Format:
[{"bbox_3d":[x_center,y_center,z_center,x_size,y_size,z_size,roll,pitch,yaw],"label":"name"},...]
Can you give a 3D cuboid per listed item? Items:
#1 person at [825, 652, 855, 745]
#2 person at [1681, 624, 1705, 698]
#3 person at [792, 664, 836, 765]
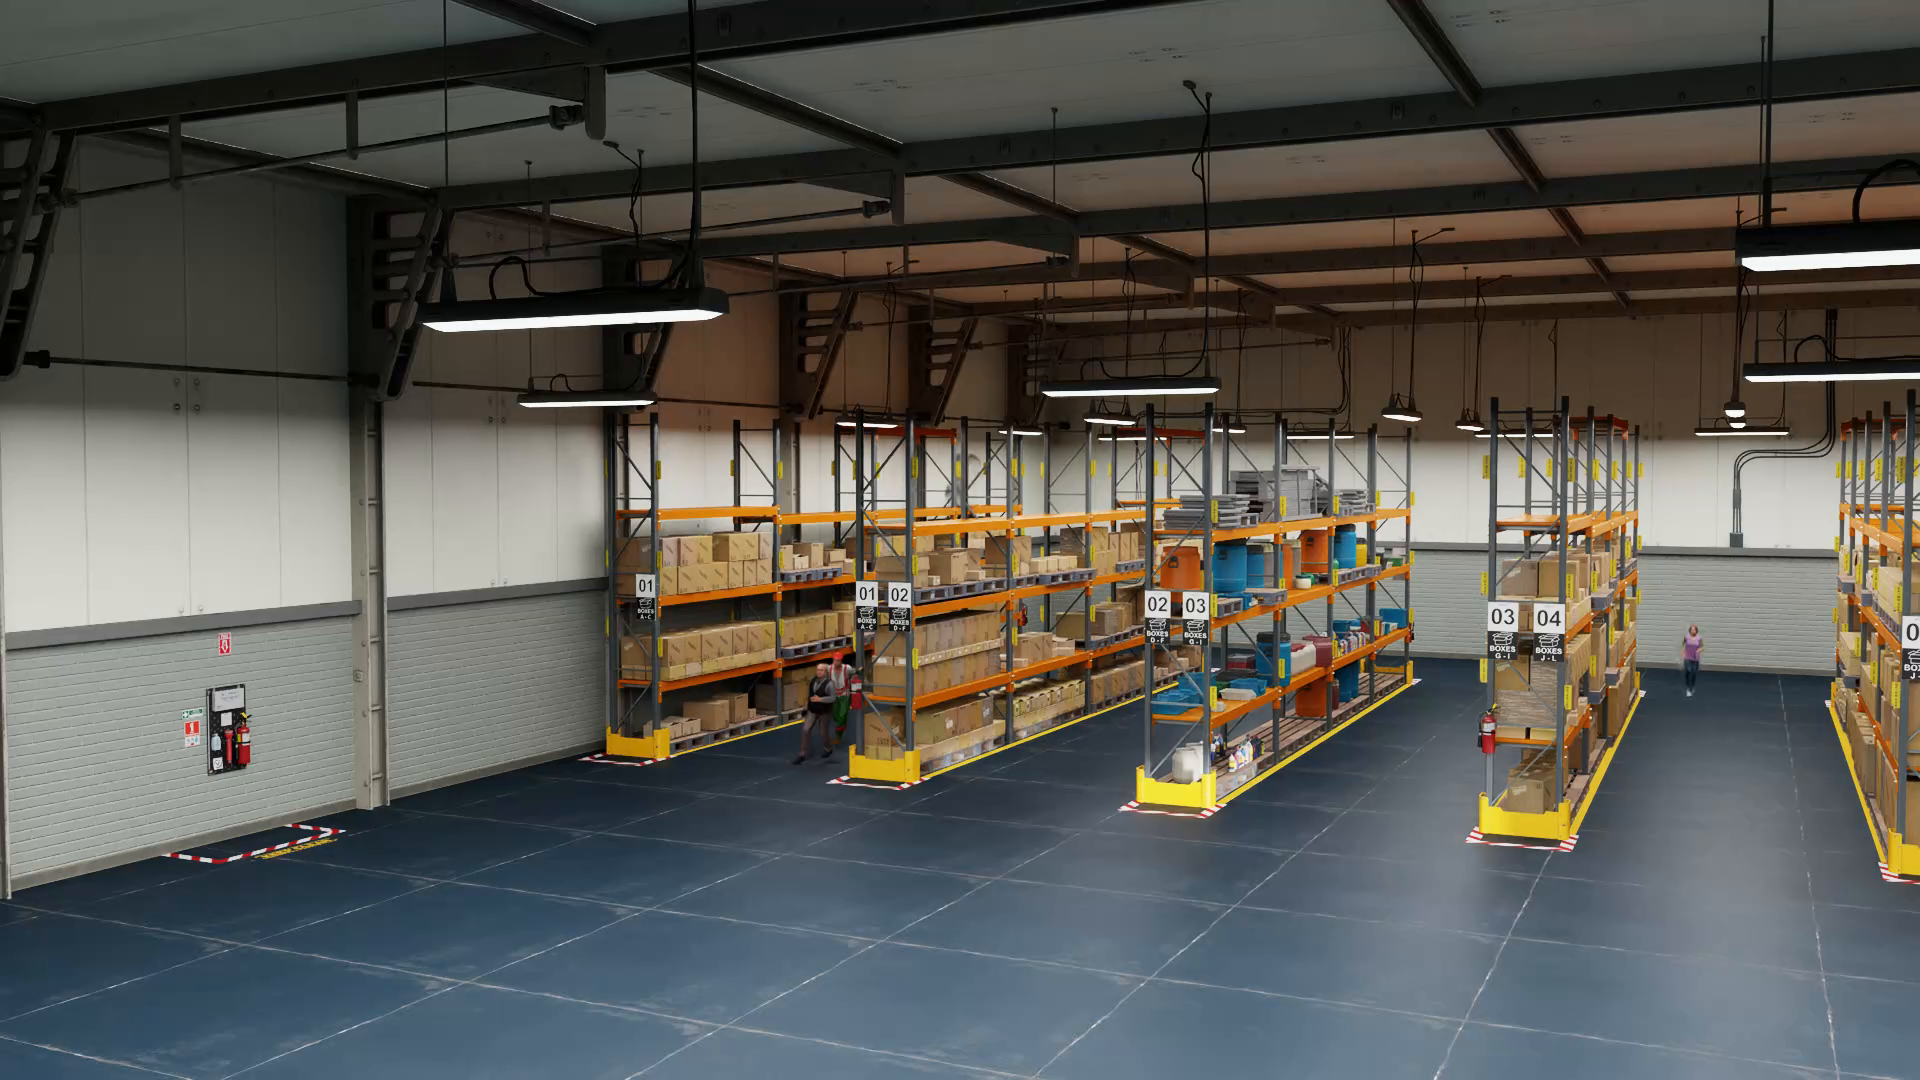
[{"bbox_3d":[-2.177,2.883,30.497,0.655,1.716,0.838,0,2,6],"label":"person"},{"bbox_3d":[16.198,2.673,36.767,0.467,1.630,0.832,1,2,16],"label":"person"},{"bbox_3d":[-2.361,2.932,28.242,0.682,1.691,0.929,1,3,23],"label":"person"}]
